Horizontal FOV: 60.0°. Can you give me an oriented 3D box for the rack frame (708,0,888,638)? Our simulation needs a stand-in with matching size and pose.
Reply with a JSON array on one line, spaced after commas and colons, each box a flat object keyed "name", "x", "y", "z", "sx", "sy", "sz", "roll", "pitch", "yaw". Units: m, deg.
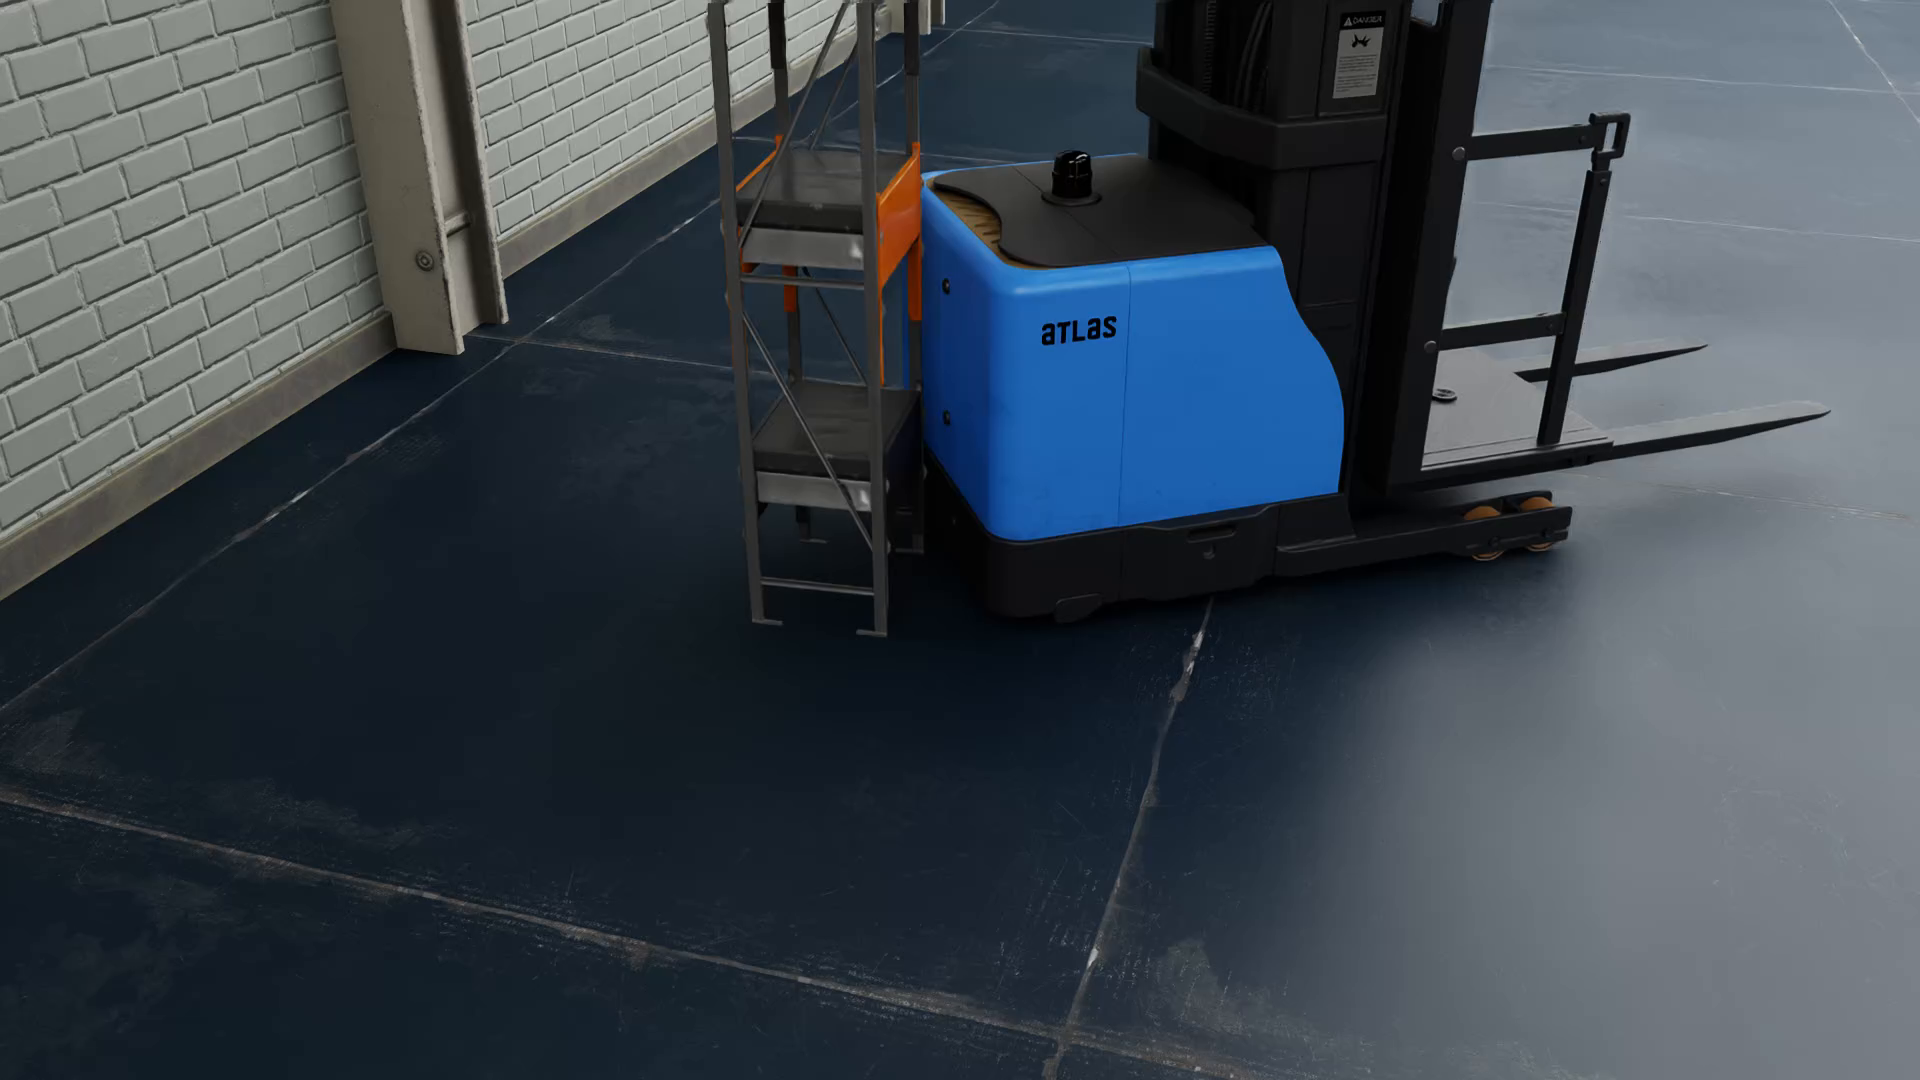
[{"name": "rack frame", "x": -0.404, "y": -0.659, "z": 4.275, "sx": 0.400, "sy": 2.100, "sz": 0.015, "roll": 6, "pitch": 30, "yaw": 10}]

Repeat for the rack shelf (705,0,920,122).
[{"name": "rack shelf", "x": -0.356, "y": -1.376, "z": 4.151, "sx": 0.431, "sy": 0.518, "sz": 0.480, "roll": 6, "pitch": 30, "yaw": 10}]

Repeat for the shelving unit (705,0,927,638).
[{"name": "shelving unit", "x": -0.357, "y": -0.775, "z": 4.483, "sx": 0.431, "sy": 2.100, "sz": 0.499, "roll": 6, "pitch": 30, "yaw": 10}]

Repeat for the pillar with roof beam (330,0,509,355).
[{"name": "pillar with roof beam", "x": 2.043, "y": -4.162, "z": 3.474, "sx": 9.100, "sy": 9.000, "sz": 0.400, "roll": 8, "pitch": 30, "yaw": 15}]

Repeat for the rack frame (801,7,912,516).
[{"name": "rack frame", "x": -0.310, "y": -0.892, "z": 4.694, "sx": 0.380, "sy": 1.831, "sz": 0.006, "roll": 6, "pitch": 30, "yaw": 10}]

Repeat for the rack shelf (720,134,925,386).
[{"name": "rack shelf", "x": -0.356, "y": -0.764, "z": 4.491, "sx": 0.431, "sy": 0.518, "sz": 0.480, "roll": 6, "pitch": 30, "yaw": 10}]

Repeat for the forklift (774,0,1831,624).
[{"name": "forklift", "x": 1.192, "y": -1.422, "z": 4.791, "sx": 3.425, "sy": 2.935, "sz": 1.130, "roll": -9, "pitch": 30, "yaw": -15}]

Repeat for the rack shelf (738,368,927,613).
[{"name": "rack shelf", "x": -0.356, "y": -0.152, "z": 4.831, "sx": 0.431, "sy": 0.518, "sz": 0.480, "roll": 6, "pitch": 30, "yaw": 10}]
